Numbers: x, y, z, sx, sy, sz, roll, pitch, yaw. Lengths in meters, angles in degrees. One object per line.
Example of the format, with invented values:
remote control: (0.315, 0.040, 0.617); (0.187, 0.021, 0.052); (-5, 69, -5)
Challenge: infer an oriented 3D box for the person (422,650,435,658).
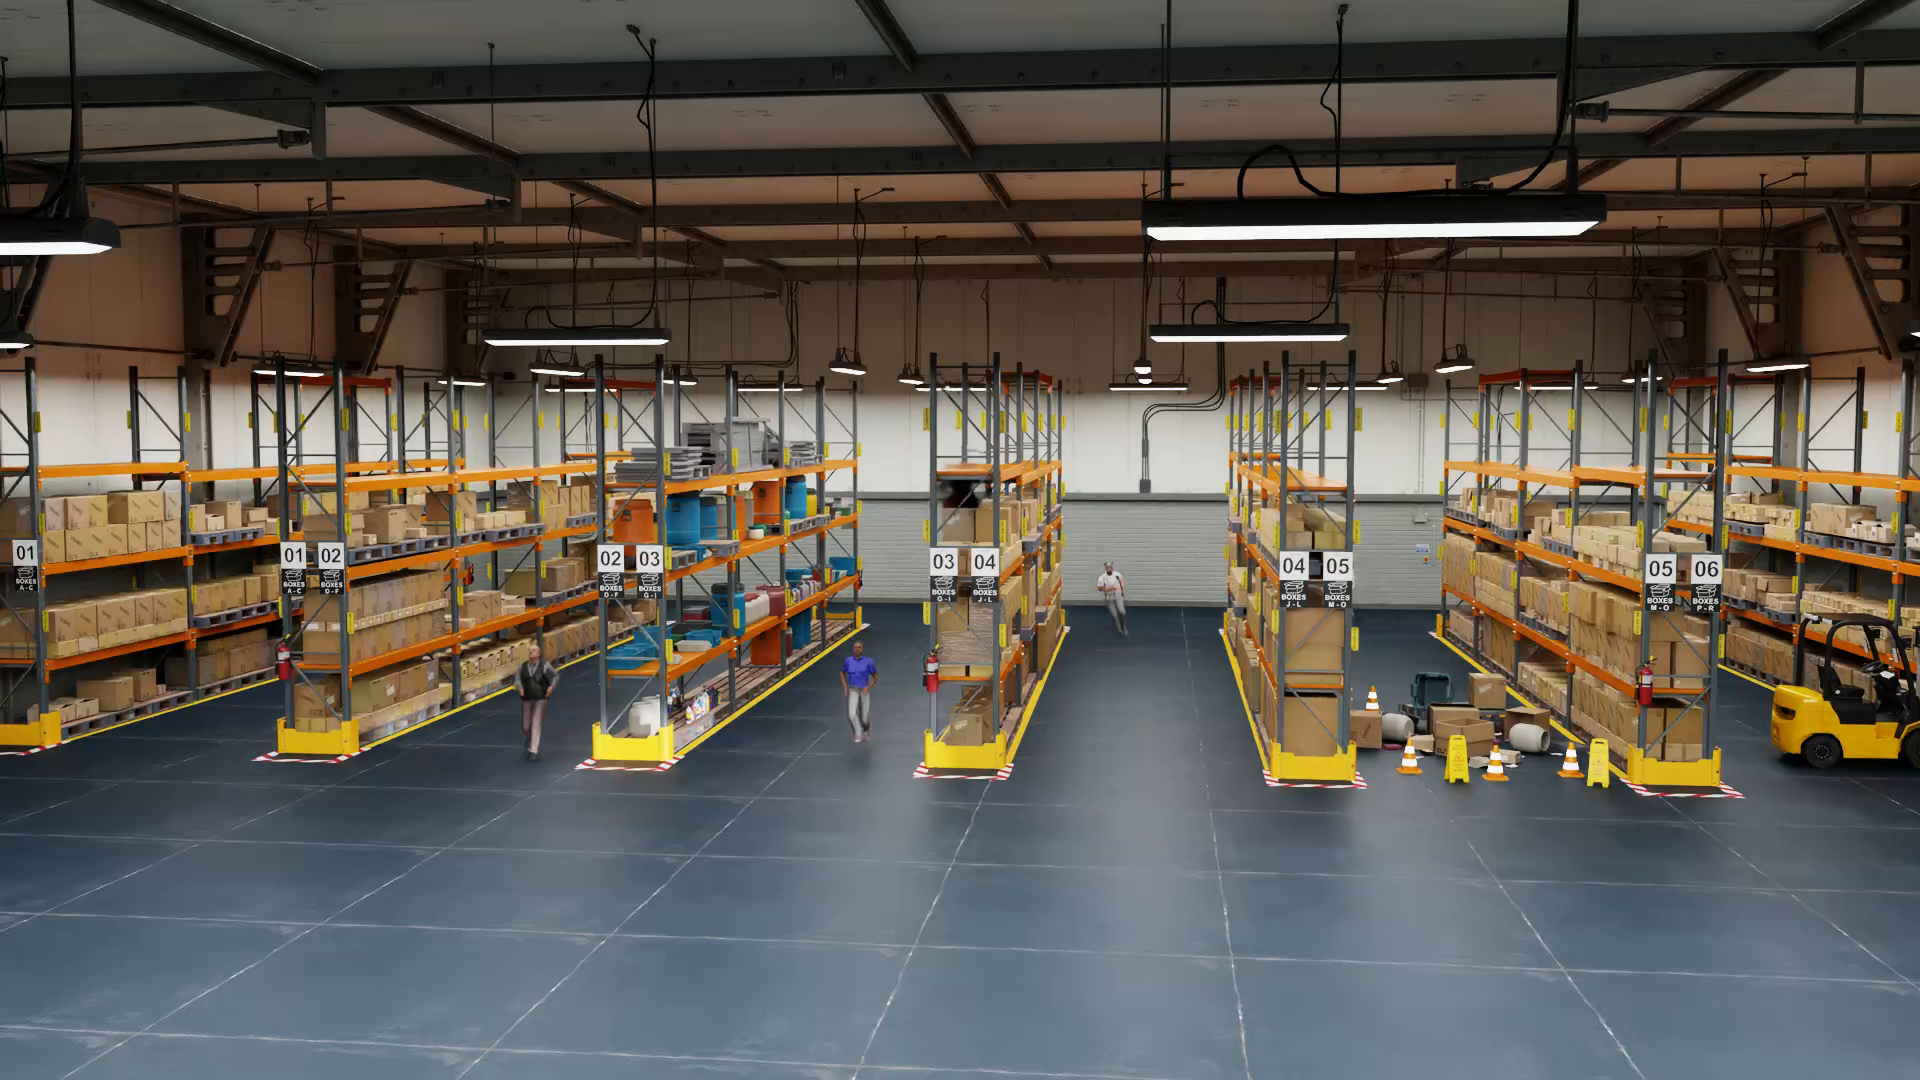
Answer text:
person: (-10.470, 1.916, 32.700); (0.531, 1.557, 0.539); (0, 4, 0)

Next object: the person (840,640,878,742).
person: (-1.520, 2.291, 24.964); (0.582, 1.589, 0.837); (0, 4, 2)

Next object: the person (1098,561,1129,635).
person: (3.606, 1.383, 39.209); (0.741, 1.798, 0.674); (0, 4, -3)

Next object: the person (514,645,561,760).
person: (-6.360, 2.417, 24.868); (0.678, 1.662, 0.799); (0, 4, 0)
